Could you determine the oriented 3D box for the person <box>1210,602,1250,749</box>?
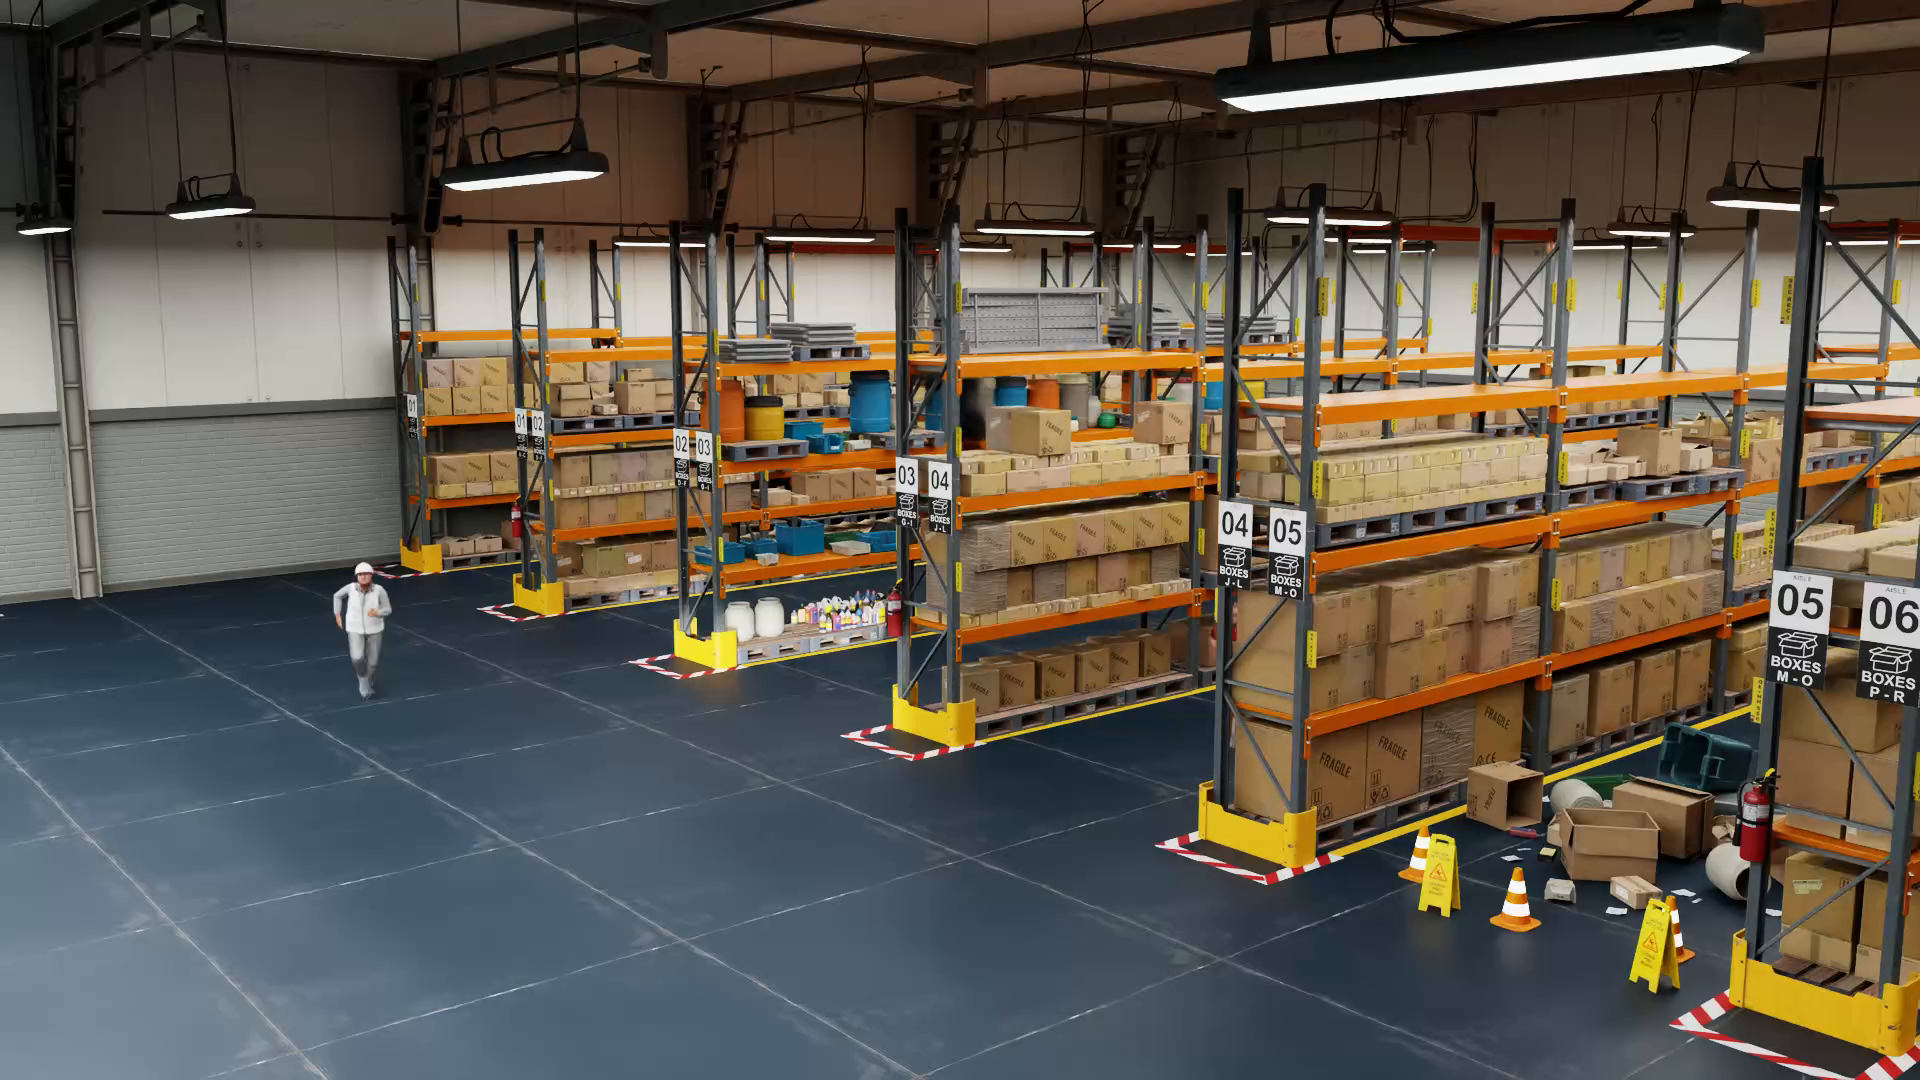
[{"bbox_3d":[3.226,1.482,18.958,0.703,1.694,1.020,4,10,24],"label":"person"}]

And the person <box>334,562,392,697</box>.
[{"bbox_3d":[-7.411,1.125,20.670,0.689,1.724,0.777,-3,9,-17],"label":"person"}]
